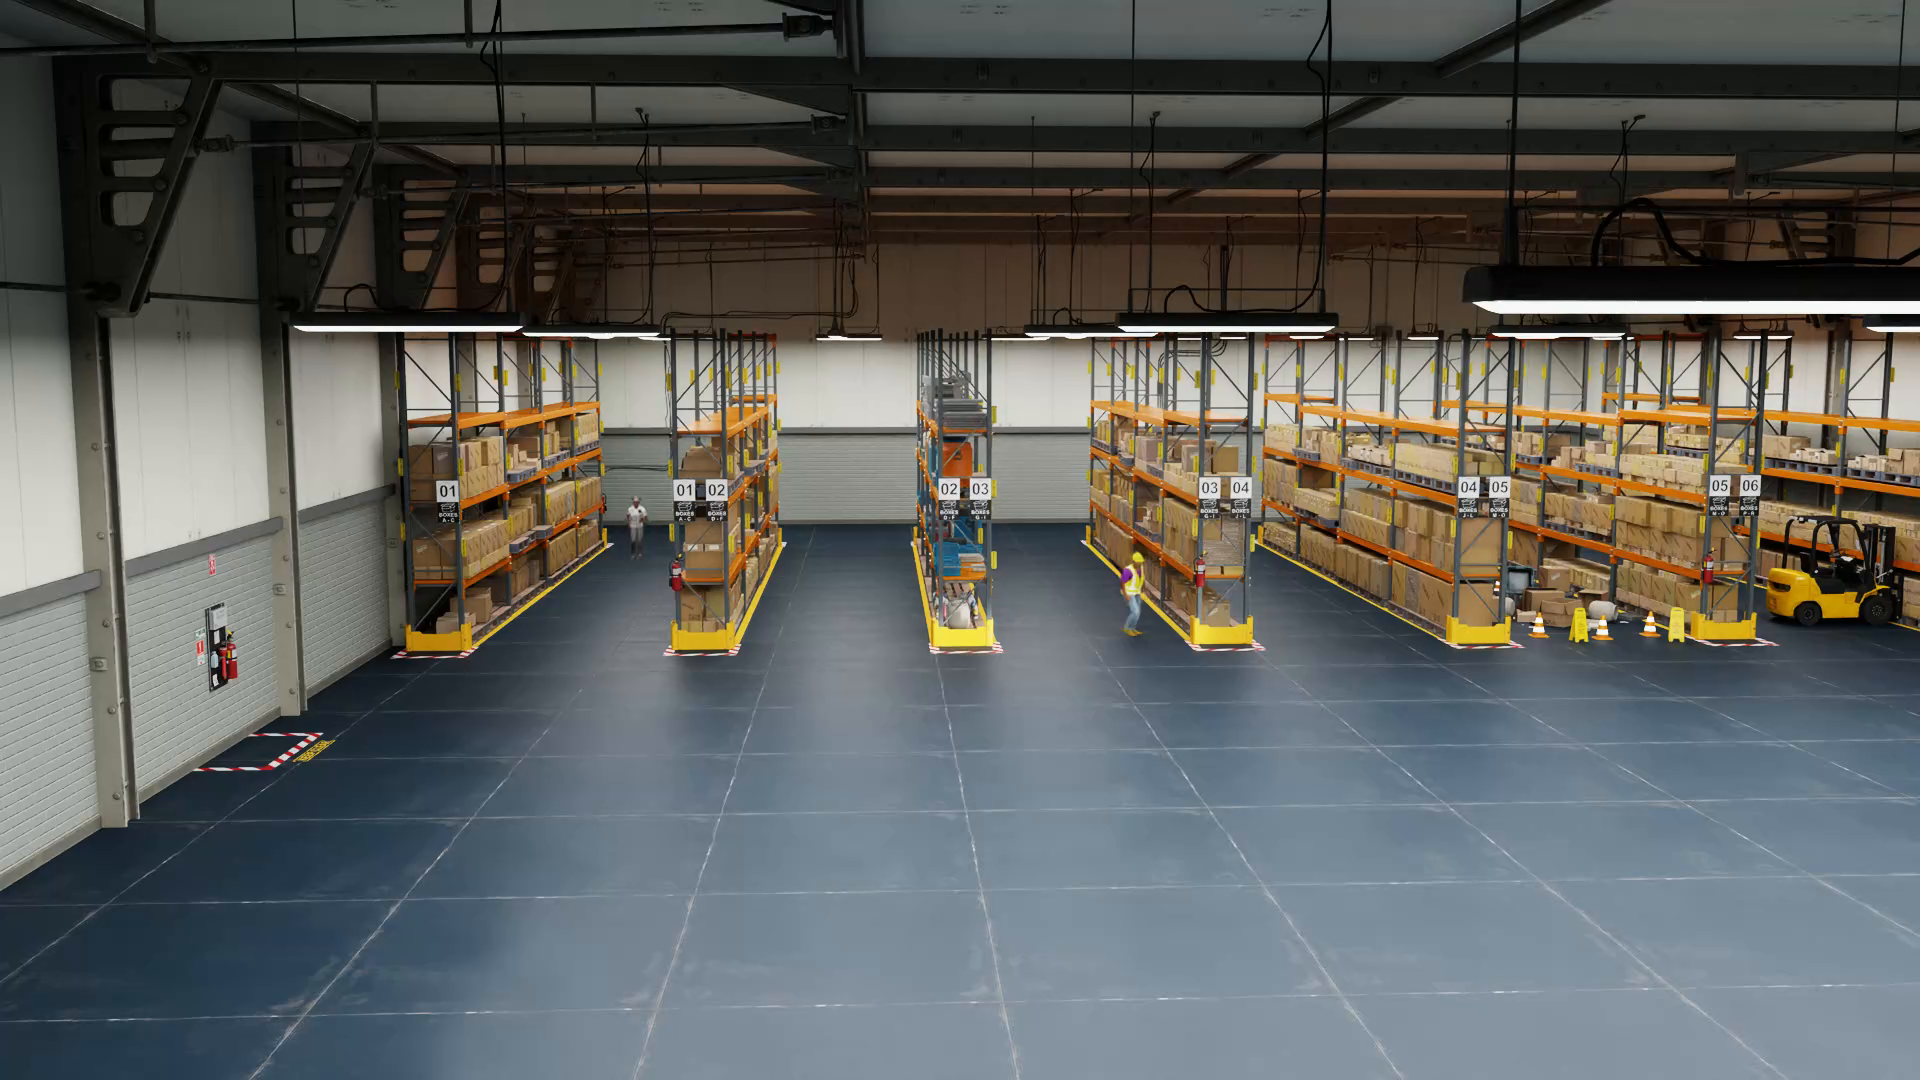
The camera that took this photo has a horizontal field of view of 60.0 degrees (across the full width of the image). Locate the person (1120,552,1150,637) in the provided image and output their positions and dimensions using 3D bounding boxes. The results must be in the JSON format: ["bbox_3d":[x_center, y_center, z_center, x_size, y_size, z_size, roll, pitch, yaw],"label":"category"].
[{"bbox_3d":[3.411,1.055,32.573,0.637,1.692,0.716,7,9,44],"label":"person"}]

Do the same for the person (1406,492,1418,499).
[{"bbox_3d":[13.595,-0.951,49.800,0.825,1.698,0.582,-2,7,-13],"label":"person"}]

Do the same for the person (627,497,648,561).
[{"bbox_3d":[-8.561,-0.303,44.126,0.582,1.730,0.711,-1,7,-5],"label":"person"}]
